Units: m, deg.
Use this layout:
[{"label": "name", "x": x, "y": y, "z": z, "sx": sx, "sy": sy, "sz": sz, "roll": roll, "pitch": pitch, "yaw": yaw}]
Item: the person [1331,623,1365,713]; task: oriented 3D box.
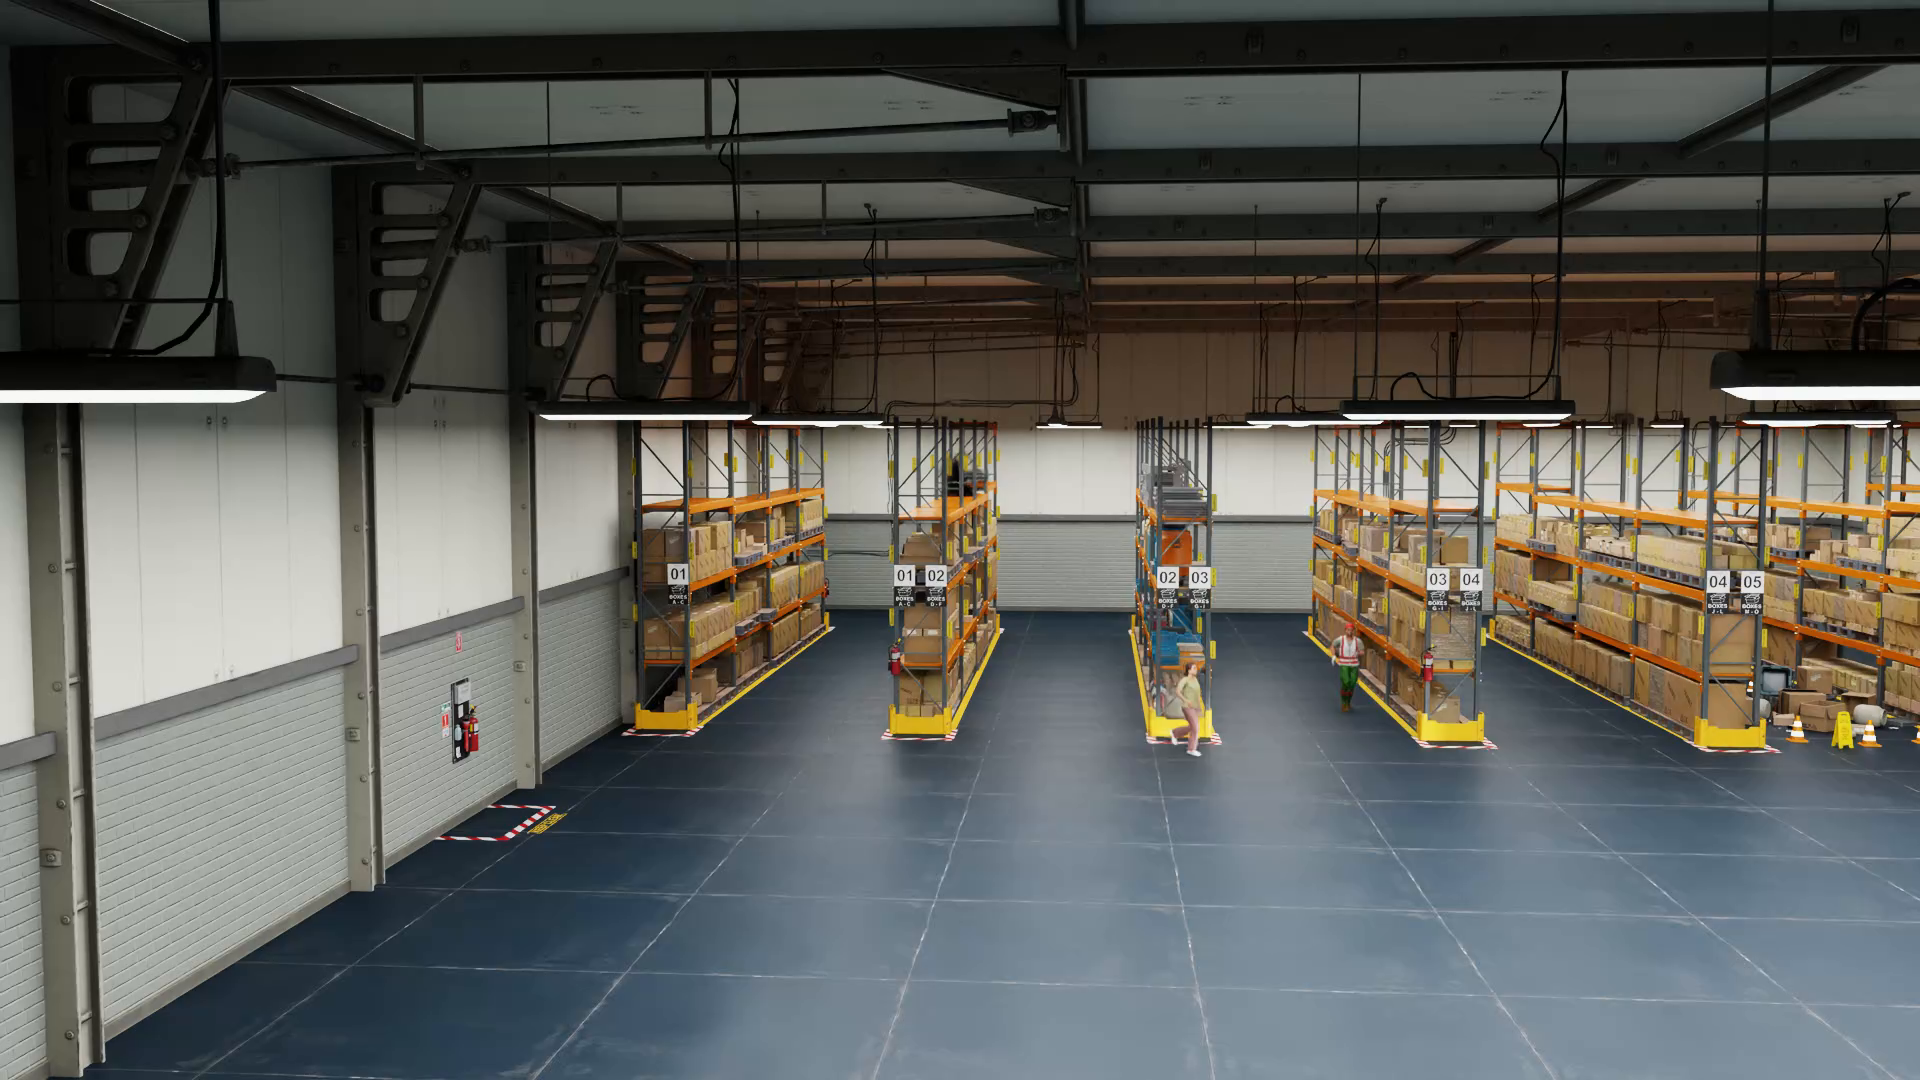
[{"label": "person", "x": 7.953, "y": 2.609, "z": 34.040, "sx": 0.644, "sy": 1.830, "sz": 0.752, "roll": 0, "pitch": 4, "yaw": 0}]

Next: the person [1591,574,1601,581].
[{"label": "person", "x": 18.163, "y": 1.804, "z": 47.442, "sx": 0.582, "sy": 1.653, "sz": 0.602, "roll": 1, "pitch": 4, "yaw": 12}]

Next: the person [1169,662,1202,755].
[{"label": "person", "x": 4.036, "y": 2.985, "z": 29.637, "sx": 0.705, "sy": 1.650, "sz": 0.609, "roll": 3, "pitch": 5, "yaw": 39}]
